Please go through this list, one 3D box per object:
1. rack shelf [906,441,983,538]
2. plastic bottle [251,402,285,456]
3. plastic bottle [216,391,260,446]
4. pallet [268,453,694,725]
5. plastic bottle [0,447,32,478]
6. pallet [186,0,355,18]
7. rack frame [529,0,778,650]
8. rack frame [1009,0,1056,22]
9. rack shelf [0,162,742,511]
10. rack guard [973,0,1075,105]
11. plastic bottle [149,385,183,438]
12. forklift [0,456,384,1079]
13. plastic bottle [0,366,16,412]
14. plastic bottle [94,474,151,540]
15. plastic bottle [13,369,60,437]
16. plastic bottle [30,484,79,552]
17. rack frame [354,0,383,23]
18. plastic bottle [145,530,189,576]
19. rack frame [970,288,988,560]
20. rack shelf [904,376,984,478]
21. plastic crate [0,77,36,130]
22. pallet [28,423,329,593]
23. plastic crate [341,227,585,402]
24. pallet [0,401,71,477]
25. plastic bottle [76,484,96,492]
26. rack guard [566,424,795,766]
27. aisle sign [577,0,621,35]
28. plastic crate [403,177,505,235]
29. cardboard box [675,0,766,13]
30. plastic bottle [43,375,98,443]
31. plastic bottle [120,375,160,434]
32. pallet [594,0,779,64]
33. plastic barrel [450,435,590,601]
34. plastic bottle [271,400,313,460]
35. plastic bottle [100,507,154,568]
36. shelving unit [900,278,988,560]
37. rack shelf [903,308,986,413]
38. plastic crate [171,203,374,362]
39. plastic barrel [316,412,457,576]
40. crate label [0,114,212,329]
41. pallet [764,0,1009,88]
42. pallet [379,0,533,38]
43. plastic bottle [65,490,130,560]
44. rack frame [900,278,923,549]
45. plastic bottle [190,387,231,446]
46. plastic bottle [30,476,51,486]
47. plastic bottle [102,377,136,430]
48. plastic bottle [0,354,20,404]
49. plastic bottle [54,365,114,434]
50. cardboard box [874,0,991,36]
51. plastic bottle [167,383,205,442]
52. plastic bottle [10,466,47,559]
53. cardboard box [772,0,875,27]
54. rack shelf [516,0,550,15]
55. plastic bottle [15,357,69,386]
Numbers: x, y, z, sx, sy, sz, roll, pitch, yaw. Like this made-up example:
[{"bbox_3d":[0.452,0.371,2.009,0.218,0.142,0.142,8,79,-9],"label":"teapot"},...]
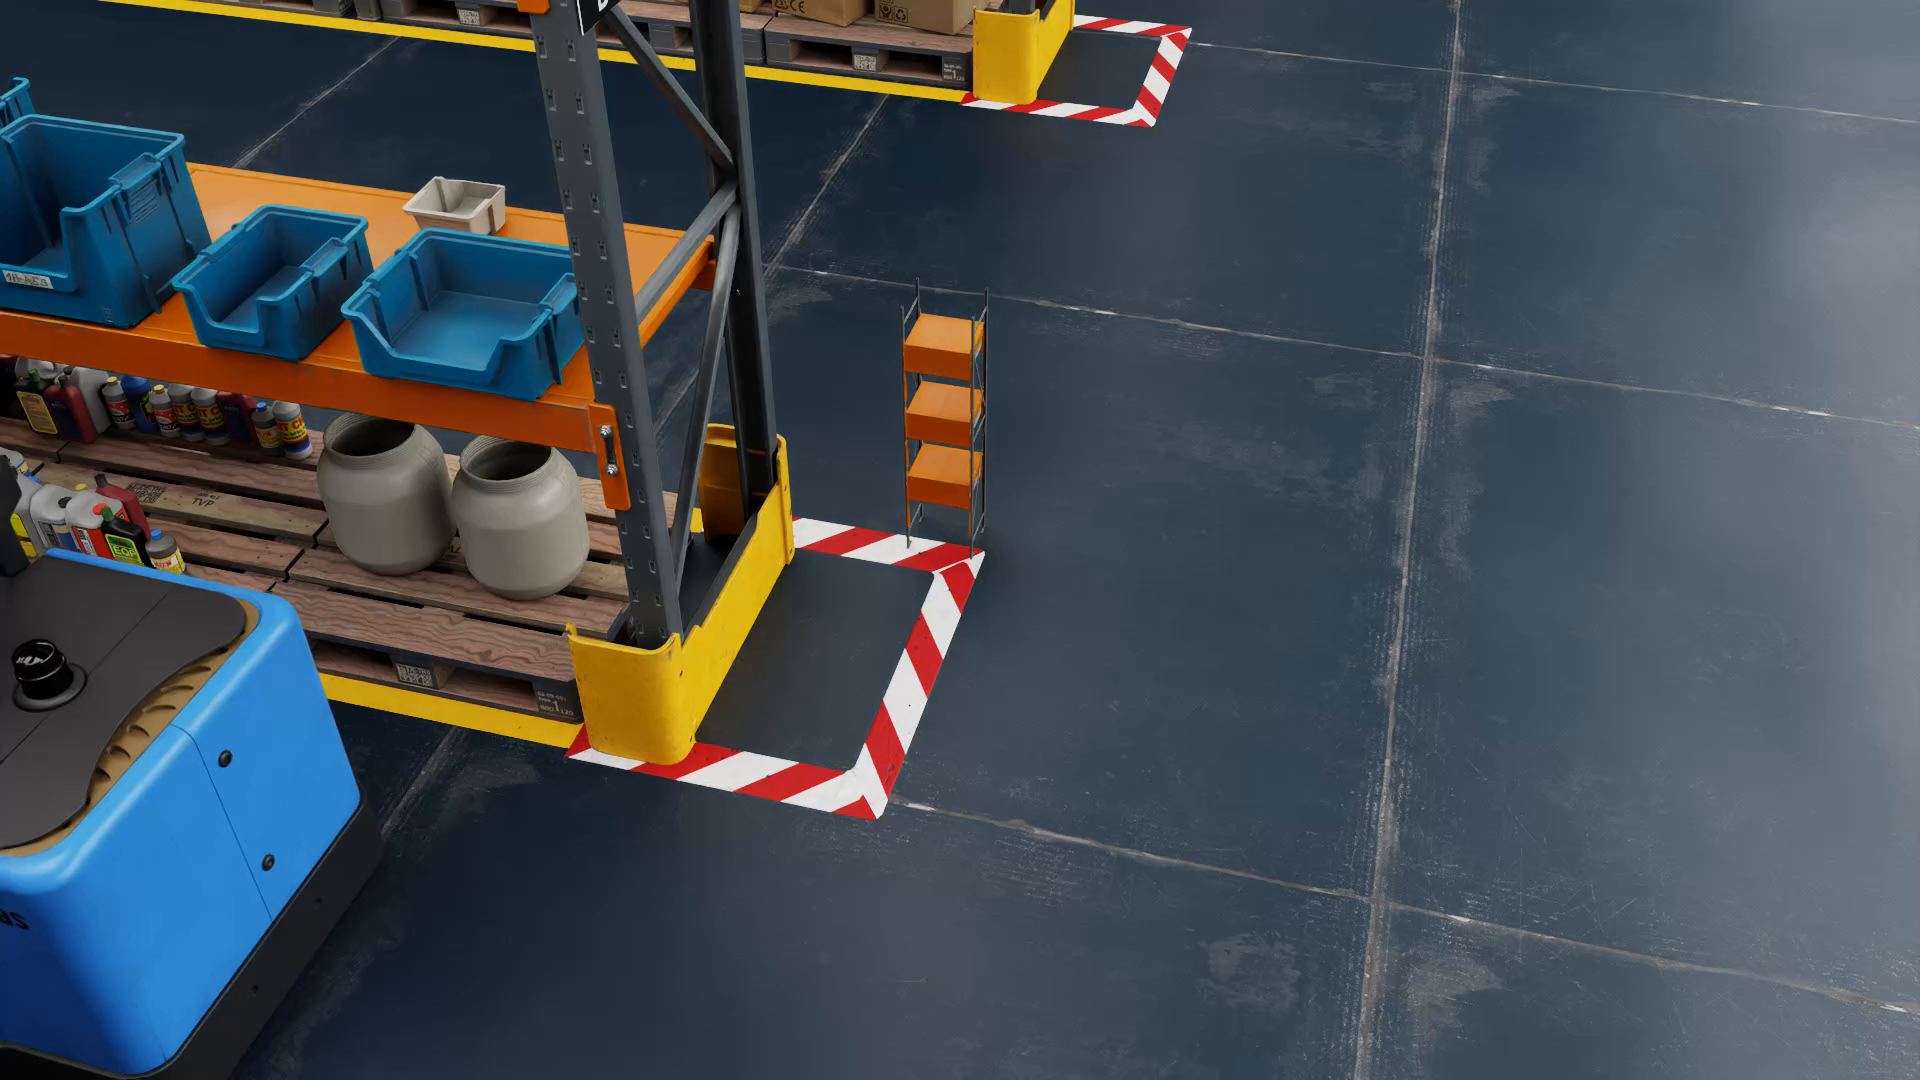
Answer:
[{"bbox_3d":[-0.052,-0.190,6.109,0.240,0.259,0.215,10,41,11],"label":"rack shelf"},{"bbox_3d":[-2.604,-0.427,6.259,0.097,0.201,0.097,0,40,0],"label":"plastic bottle"},{"bbox_3d":[-2.718,-0.490,6.271,0.133,0.283,0.061,10,41,12],"label":"plastic bottle"},{"bbox_3d":[-1.702,0.128,5.933,1.213,0.211,1.003,10,41,11],"label":"pallet"},{"bbox_3d":[-3.417,-0.210,5.944,0.135,0.276,0.152,10,41,11],"label":"plastic bottle"},{"bbox_3d":[-4.169,-3.620,10.397,1.213,0.211,1.003,10,41,11],"label":"pallet"},{"bbox_3d":[-0.833,-0.818,4.891,0.127,3.000,1.000,10,41,11],"label":"rack frame"},{"bbox_3d":[0.448,-3.895,8.555,0.127,3.000,1.000,10,41,11],"label":"rack frame"},{"bbox_3d":[-2.765,-0.875,5.518,4.000,0.370,1.077,10,41,11],"label":"rack shelf"},{"bbox_3d":[0.374,-2.950,9.374,0.348,0.500,1.175,10,41,11],"label":"rack guard"},{"bbox_3d":[-3.027,-0.500,6.346,0.097,0.201,0.097,0,40,0],"label":"plastic bottle"},{"bbox_3d":[-3.313,-0.113,4.106,3.031,2.935,1.130,11,41,12],"label":"forklift"},{"bbox_3d":[-3.815,-0.677,6.441,0.185,0.351,0.144,8,41,9],"label":"plastic bottle"},{"bbox_3d":[-2.930,-0.104,5.811,0.133,0.283,0.061,10,41,11],"label":"plastic bottle"},{"bbox_3d":[-3.504,-0.529,6.318,0.133,0.283,0.061,10,41,11],"label":"plastic bottle"},{"bbox_3d":[-3.091,-0.058,5.762,0.135,0.276,0.152,9,41,10],"label":"plastic bottle"},{"bbox_3d":[-3.417,-4.560,9.347,0.127,3.000,1.000,10,41,11],"label":"rack frame"},{"bbox_3d":[-2.720,0.053,5.689,0.097,0.201,0.097,0,40,0],"label":"plastic bottle"},{"bbox_3d":[0.066,-0.391,5.899,0.008,1.050,0.200,10,41,11],"label":"rack frame"},{"bbox_3d":[-0.052,-0.403,5.930,0.240,0.259,0.215,10,41,11],"label":"rack shelf"},{"bbox_3d":[-3.558,-1.410,5.712,0.616,0.251,0.499,10,41,11],"label":"plastic crate"},{"bbox_3d":[-2.877,-0.076,6.176,1.213,0.211,1.003,10,41,11],"label":"pallet"},{"bbox_3d":[-1.394,-0.658,4.817,0.616,0.251,0.499,10,41,11],"label":"plastic crate"},{"bbox_3d":[-4.059,-0.277,6.416,1.213,0.211,1.003,10,41,11],"label":"pallet"},{"bbox_3d":[-3.076,-0.110,5.882,0.097,0.201,0.097,0,40,0],"label":"plastic bottle"},{"bbox_3d":[-0.918,0.156,5.675,0.348,0.500,1.175,10,41,11],"label":"rack guard"},{"bbox_3d":[-0.840,-1.617,3.821,0.004,0.787,0.394,10,41,11],"label":"aisle sign"},{"bbox_3d":[-1.614,-1.065,5.391,0.250,0.136,0.298,10,41,11],"label":"plastic crate"},{"bbox_3d":[-1.338,-3.406,9.591,0.500,0.500,0.500,13,42,15],"label":"cardboard box"},{"bbox_3d":[-3.374,-0.502,6.285,0.133,0.283,0.061,10,41,11],"label":"plastic bottle"},{"bbox_3d":[-3.127,-0.544,6.344,0.097,0.271,0.097,0,40,0],"label":"plastic bottle"},{"bbox_3d":[-1.576,-3.201,9.897,1.213,0.211,1.003,10,41,11],"label":"pallet"},{"bbox_3d":[-1.488,-0.088,5.630,0.421,0.512,0.421,0,40,0],"label":"plastic barrel"},{"bbox_3d":[-2.504,-0.436,6.216,0.097,0.271,0.097,0,40,0],"label":"plastic bottle"},{"bbox_3d":[-2.838,0.013,5.672,0.133,0.283,0.061,11,41,12],"label":"plastic bottle"},{"bbox_3d":[-0.052,-0.411,5.923,0.252,1.050,0.215,10,41,11],"label":"shelving unit"},{"bbox_3d":[-0.052,-0.621,5.748,0.240,0.259,0.215,10,41,11],"label":"rack shelf"},{"bbox_3d":[-2.019,-0.769,4.949,0.408,0.251,0.499,10,41,11],"label":"plastic crate"},{"bbox_3d":[-1.972,-0.171,5.729,0.421,0.512,0.421,0,40,0],"label":"plastic barrel"},{"bbox_3d":[-2.681,-0.969,5.044,0.616,0.435,0.502,10,41,11],"label":"crate label"},{"bbox_3d":[-0.402,-2.997,9.654,1.213,0.211,1.003,10,41,11],"label":"pallet"},{"bbox_3d":[-2.759,-3.402,10.137,1.213,0.211,1.003,10,41,11],"label":"pallet"},{"bbox_3d":[-2.957,-0.035,5.735,0.135,0.276,0.152,10,41,12],"label":"plastic bottle"},{"bbox_3d":[-0.169,-0.432,5.947,0.008,1.050,0.200,10,41,11],"label":"rack frame"},{"bbox_3d":[-2.835,-0.493,6.284,0.097,0.271,0.097,0,40,0],"label":"plastic bottle"},{"bbox_3d":[-3.263,-0.137,5.914,0.097,0.201,0.097,0,40,0],"label":"plastic bottle"},{"bbox_3d":[-3.226,-0.534,6.387,0.097,0.201,0.097,0,40,0],"label":"plastic bottle"},{"bbox_3d":[-3.647,-0.650,6.461,0.133,0.283,0.061,12,42,14],"label":"plastic bottle"},{"bbox_3d":[-3.347,-0.565,6.366,0.135,0.276,0.152,10,41,12],"label":"plastic bottle"},{"bbox_3d":[-0.151,-3.212,9.360,0.500,0.500,0.500,17,43,19],"label":"cardboard box"},{"bbox_3d":[-2.931,-0.510,6.304,0.097,0.271,0.097,0,40,0],"label":"plastic bottle"},{"bbox_3d":[-3.252,-0.112,5.768,0.185,0.351,0.144,11,41,13],"label":"plastic bottle"},{"bbox_3d":[-0.738,-3.291,9.453,0.500,0.500,0.500,20,44,23],"label":"cardboard box"},{"bbox_3d":[-2.765,-2.023,4.554,4.000,0.370,1.077,10,41,11],"label":"rack shelf"},{"bbox_3d":[-3.503,-0.623,6.377,0.185,0.351,0.144,10,41,11],"label":"plastic bottle"}]
